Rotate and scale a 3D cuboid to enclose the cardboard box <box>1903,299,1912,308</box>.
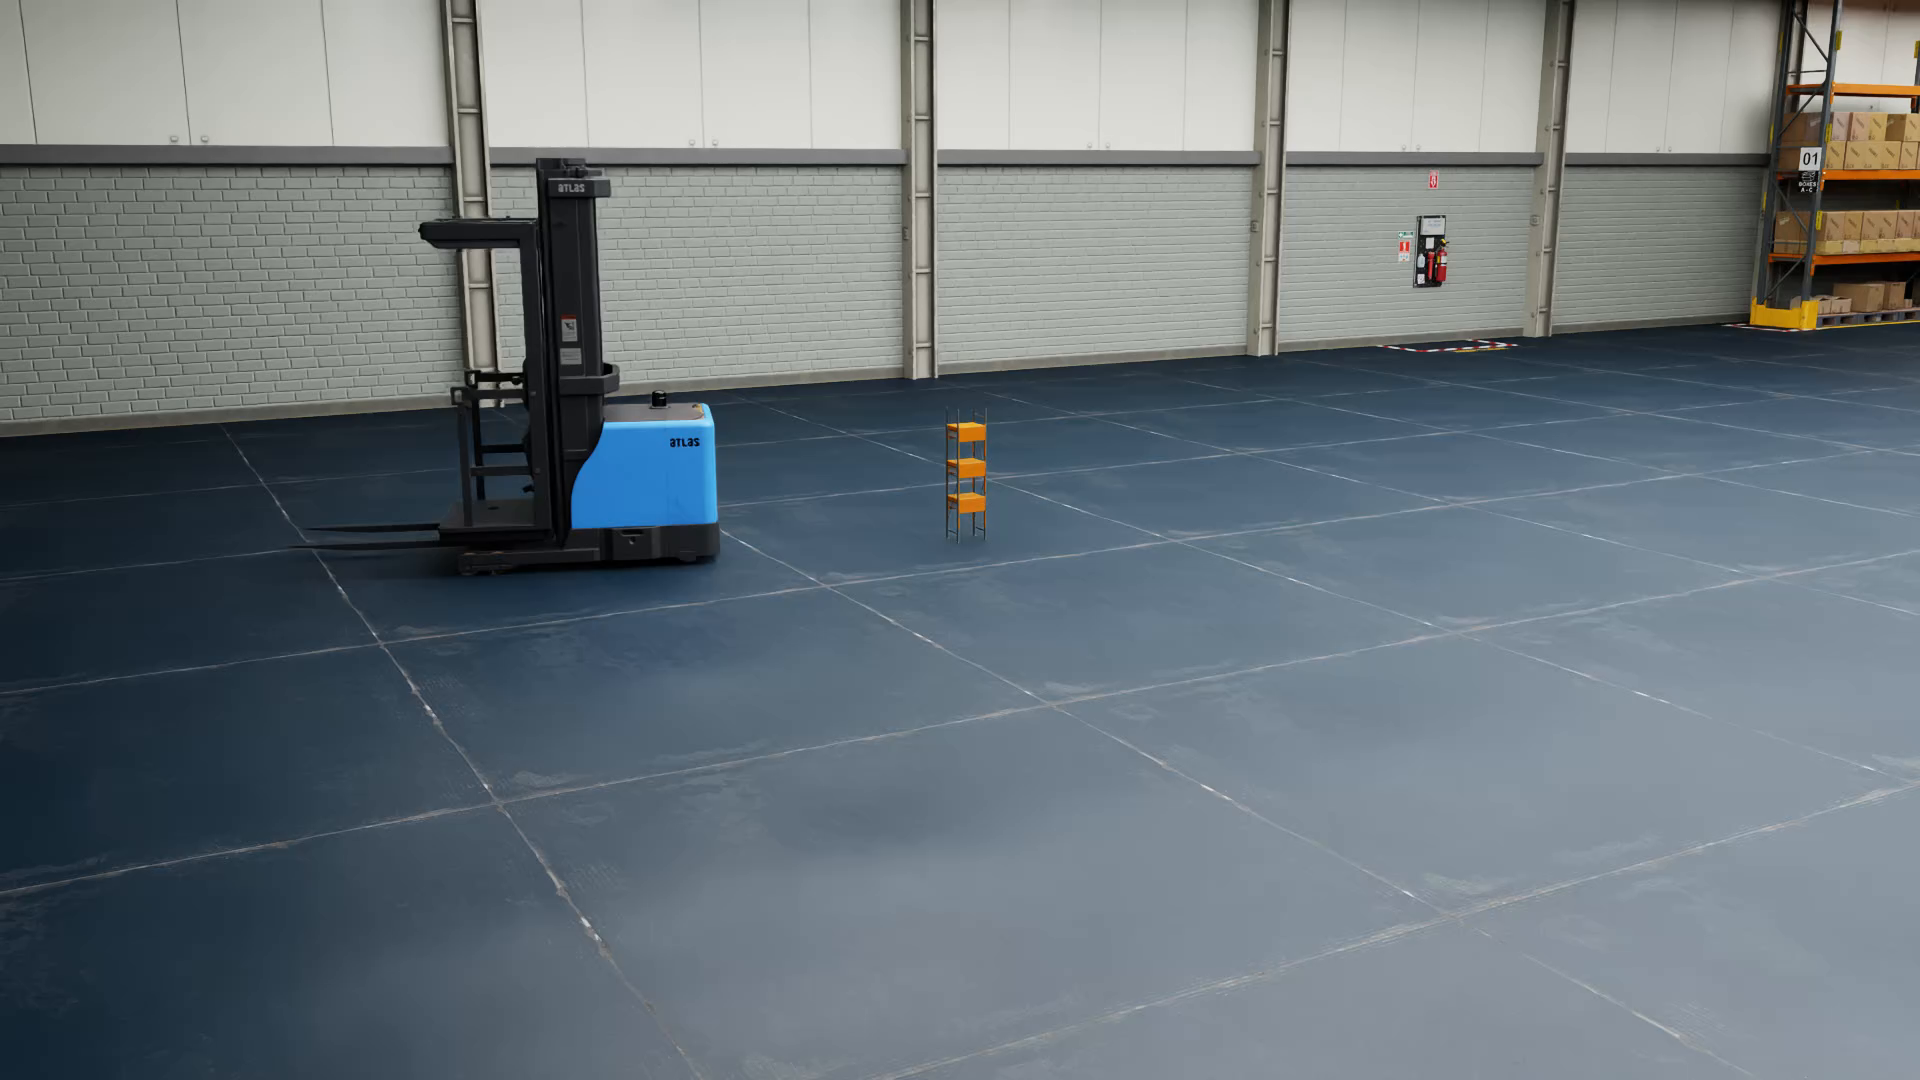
[{"bbox_3d":[18.105,-4.576,32.063,0.250,0.166,0.380,-9,16,-35],"label":"cardboard box"}]

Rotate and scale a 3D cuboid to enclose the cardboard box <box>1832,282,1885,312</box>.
[{"bbox_3d":[16.867,-4.563,31.245,0.500,0.500,0.700,-8,15,-31],"label":"cardboard box"}]

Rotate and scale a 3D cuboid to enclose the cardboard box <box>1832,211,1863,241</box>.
[{"bbox_3d":[16.050,-5.730,30.327,0.500,0.500,0.500,-7,14,-28],"label":"cardboard box"}]

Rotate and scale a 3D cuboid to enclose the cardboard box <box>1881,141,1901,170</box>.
[{"bbox_3d":[16.864,-7.060,30.541,0.500,0.500,0.500,-6,14,-24],"label":"cardboard box"}]

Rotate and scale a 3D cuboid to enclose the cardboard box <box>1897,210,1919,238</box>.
[{"bbox_3d":[17.858,-5.946,31.284,0.500,0.500,0.500,-7,14,-28],"label":"cardboard box"}]

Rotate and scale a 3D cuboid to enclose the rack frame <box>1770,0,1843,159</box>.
[{"bbox_3d":[15.049,-8.312,29.548,0.127,3.000,1.000,-7,14,-28],"label":"rack frame"}]

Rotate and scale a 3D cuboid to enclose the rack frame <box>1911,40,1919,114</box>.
[{"bbox_3d":[18.560,-8.733,31.418,0.127,3.000,1.000,-7,14,-28],"label":"rack frame"}]

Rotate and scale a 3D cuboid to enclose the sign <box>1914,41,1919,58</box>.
[{"bbox_3d":[18.289,-9.372,31.770,0.005,0.325,0.100,-7,14,-28],"label":"sign"}]

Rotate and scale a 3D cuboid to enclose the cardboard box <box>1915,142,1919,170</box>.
[{"bbox_3d":[17.785,-7.176,31.060,0.500,0.500,0.500,-8,15,-33],"label":"cardboard box"}]

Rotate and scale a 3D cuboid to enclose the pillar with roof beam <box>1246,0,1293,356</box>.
[{"bbox_3d":[6.779,-6.460,21.320,0.400,9.000,9.100,-7,14,-28],"label":"pillar with roof beam"}]

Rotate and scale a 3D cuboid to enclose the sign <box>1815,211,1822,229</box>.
[{"bbox_3d":[15.309,-5.703,29.647,0.005,0.325,0.100,-7,14,-28],"label":"sign"}]

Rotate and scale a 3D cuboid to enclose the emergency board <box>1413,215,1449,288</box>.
[{"bbox_3d":[7.795,-4.742,27.347,0.643,1.169,0.194,-7,14,-28],"label":"emergency board"}]

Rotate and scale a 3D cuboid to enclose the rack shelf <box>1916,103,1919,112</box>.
[{"bbox_3d":[20.315,-8.397,32.475,4.000,0.370,1.077,-7,14,-28],"label":"rack shelf"}]

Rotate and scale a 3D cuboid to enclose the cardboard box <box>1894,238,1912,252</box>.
[{"bbox_3d":[17.414,-5.528,31.135,0.500,0.250,0.500,-7,14,-28],"label":"cardboard box"}]

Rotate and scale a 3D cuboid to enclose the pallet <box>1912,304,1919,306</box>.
[{"bbox_3d":[19.242,-4.528,32.748,1.213,0.211,1.003,-7,14,-28],"label":"pallet"}]

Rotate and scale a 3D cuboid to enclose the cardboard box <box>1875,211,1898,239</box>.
[{"bbox_3d":[16.954,-5.840,30.814,0.500,0.500,0.500,-6,14,-26],"label":"cardboard box"}]

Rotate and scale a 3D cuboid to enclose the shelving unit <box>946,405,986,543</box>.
[{"bbox_3d":[0.047,-0.518,13.019,0.252,1.050,0.215,-7,14,-28],"label":"shelving unit"}]

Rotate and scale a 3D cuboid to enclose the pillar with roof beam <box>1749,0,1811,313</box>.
[{"bbox_3d":[17.311,-7.723,26.929,0.400,9.000,9.100,-7,14,-28],"label":"pillar with roof beam"}]

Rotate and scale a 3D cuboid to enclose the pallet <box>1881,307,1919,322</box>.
[{"bbox_3d":[17.987,-4.368,32.038,1.213,0.211,1.003,-7,14,-28],"label":"pallet"}]

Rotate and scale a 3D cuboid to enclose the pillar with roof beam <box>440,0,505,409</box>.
[{"bbox_3d":[-3.754,-5.198,15.710,0.400,9.000,9.100,-7,14,-28],"label":"pillar with roof beam"}]

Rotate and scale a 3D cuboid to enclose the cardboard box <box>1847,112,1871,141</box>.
[{"bbox_3d":[15.968,-7.432,29.917,0.500,0.500,0.500,-7,14,-29],"label":"cardboard box"}]

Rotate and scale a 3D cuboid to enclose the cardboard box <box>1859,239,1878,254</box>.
[{"bbox_3d":[16.528,-5.422,30.665,0.500,0.250,0.500,-7,15,-29],"label":"cardboard box"}]

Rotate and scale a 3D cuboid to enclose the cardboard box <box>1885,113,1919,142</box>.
[{"bbox_3d":[17.320,-7.594,30.639,0.500,0.500,0.500,-7,15,-30],"label":"cardboard box"}]

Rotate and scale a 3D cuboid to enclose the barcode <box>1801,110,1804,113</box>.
[{"bbox_3d":[15.432,-7.849,30.450,0.075,0.075,0.001,-7,14,-28],"label":"barcode"}]

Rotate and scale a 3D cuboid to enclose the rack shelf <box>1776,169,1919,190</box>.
[{"bbox_3d":[16.804,-6.708,30.891,4.000,0.370,1.077,-7,14,-28],"label":"rack shelf"}]

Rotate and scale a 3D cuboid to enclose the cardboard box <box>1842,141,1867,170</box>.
[{"bbox_3d":[15.951,-6.944,30.027,0.500,0.500,0.500,-6,14,-24],"label":"cardboard box"}]

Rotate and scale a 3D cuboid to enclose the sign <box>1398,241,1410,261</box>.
[{"bbox_3d":[7.260,-4.721,27.173,0.234,0.329,0.001,-7,14,-28],"label":"sign"}]

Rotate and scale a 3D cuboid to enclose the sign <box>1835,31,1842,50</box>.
[{"bbox_3d":[15.309,-8.702,28.972,0.005,0.325,0.100,-7,14,-28],"label":"sign"}]

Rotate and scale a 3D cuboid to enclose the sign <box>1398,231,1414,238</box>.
[{"bbox_3d":[7.269,-4.978,27.109,0.331,0.109,0.001,-7,14,-28],"label":"sign"}]

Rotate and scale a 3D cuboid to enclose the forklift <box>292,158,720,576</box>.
[{"bbox_3d":[-3.353,-1.299,12.207,3.031,2.935,1.130,-2,13,-10],"label":"forklift"}]

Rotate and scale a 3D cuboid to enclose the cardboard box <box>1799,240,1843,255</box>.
[{"bbox_3d":[15.629,-5.312,30.177,0.500,0.250,0.500,-7,15,-29],"label":"cardboard box"}]

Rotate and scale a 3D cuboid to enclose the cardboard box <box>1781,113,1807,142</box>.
[{"bbox_3d":[15.302,-7.491,30.180,0.500,0.500,0.500,-6,14,-25],"label":"cardboard box"}]

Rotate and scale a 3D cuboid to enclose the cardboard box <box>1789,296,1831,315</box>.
[{"bbox_3d":[15.699,-4.344,30.700,0.500,0.311,0.500,-9,15,-34],"label":"cardboard box"}]

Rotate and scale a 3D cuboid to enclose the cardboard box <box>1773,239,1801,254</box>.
[{"bbox_3d":[15.366,-5.408,30.605,0.500,0.250,0.500,-7,14,-27],"label":"cardboard box"}]

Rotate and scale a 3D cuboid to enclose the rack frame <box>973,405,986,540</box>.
[{"bbox_3d":[0.154,-0.531,13.076,0.008,1.050,0.200,-7,14,-28],"label":"rack frame"}]

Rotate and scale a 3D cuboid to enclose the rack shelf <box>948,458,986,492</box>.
[{"bbox_3d":[0.047,-0.507,13.021,0.240,0.259,0.215,-7,14,-28],"label":"rack shelf"}]

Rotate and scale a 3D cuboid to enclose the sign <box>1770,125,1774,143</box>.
[{"bbox_3d":[14.800,-7.390,30.264,0.005,0.325,0.100,-7,14,-28],"label":"sign"}]

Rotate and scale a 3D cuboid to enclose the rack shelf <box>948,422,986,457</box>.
[{"bbox_3d":[0.047,-0.784,12.959,0.240,0.259,0.215,-7,14,-28],"label":"rack shelf"}]
